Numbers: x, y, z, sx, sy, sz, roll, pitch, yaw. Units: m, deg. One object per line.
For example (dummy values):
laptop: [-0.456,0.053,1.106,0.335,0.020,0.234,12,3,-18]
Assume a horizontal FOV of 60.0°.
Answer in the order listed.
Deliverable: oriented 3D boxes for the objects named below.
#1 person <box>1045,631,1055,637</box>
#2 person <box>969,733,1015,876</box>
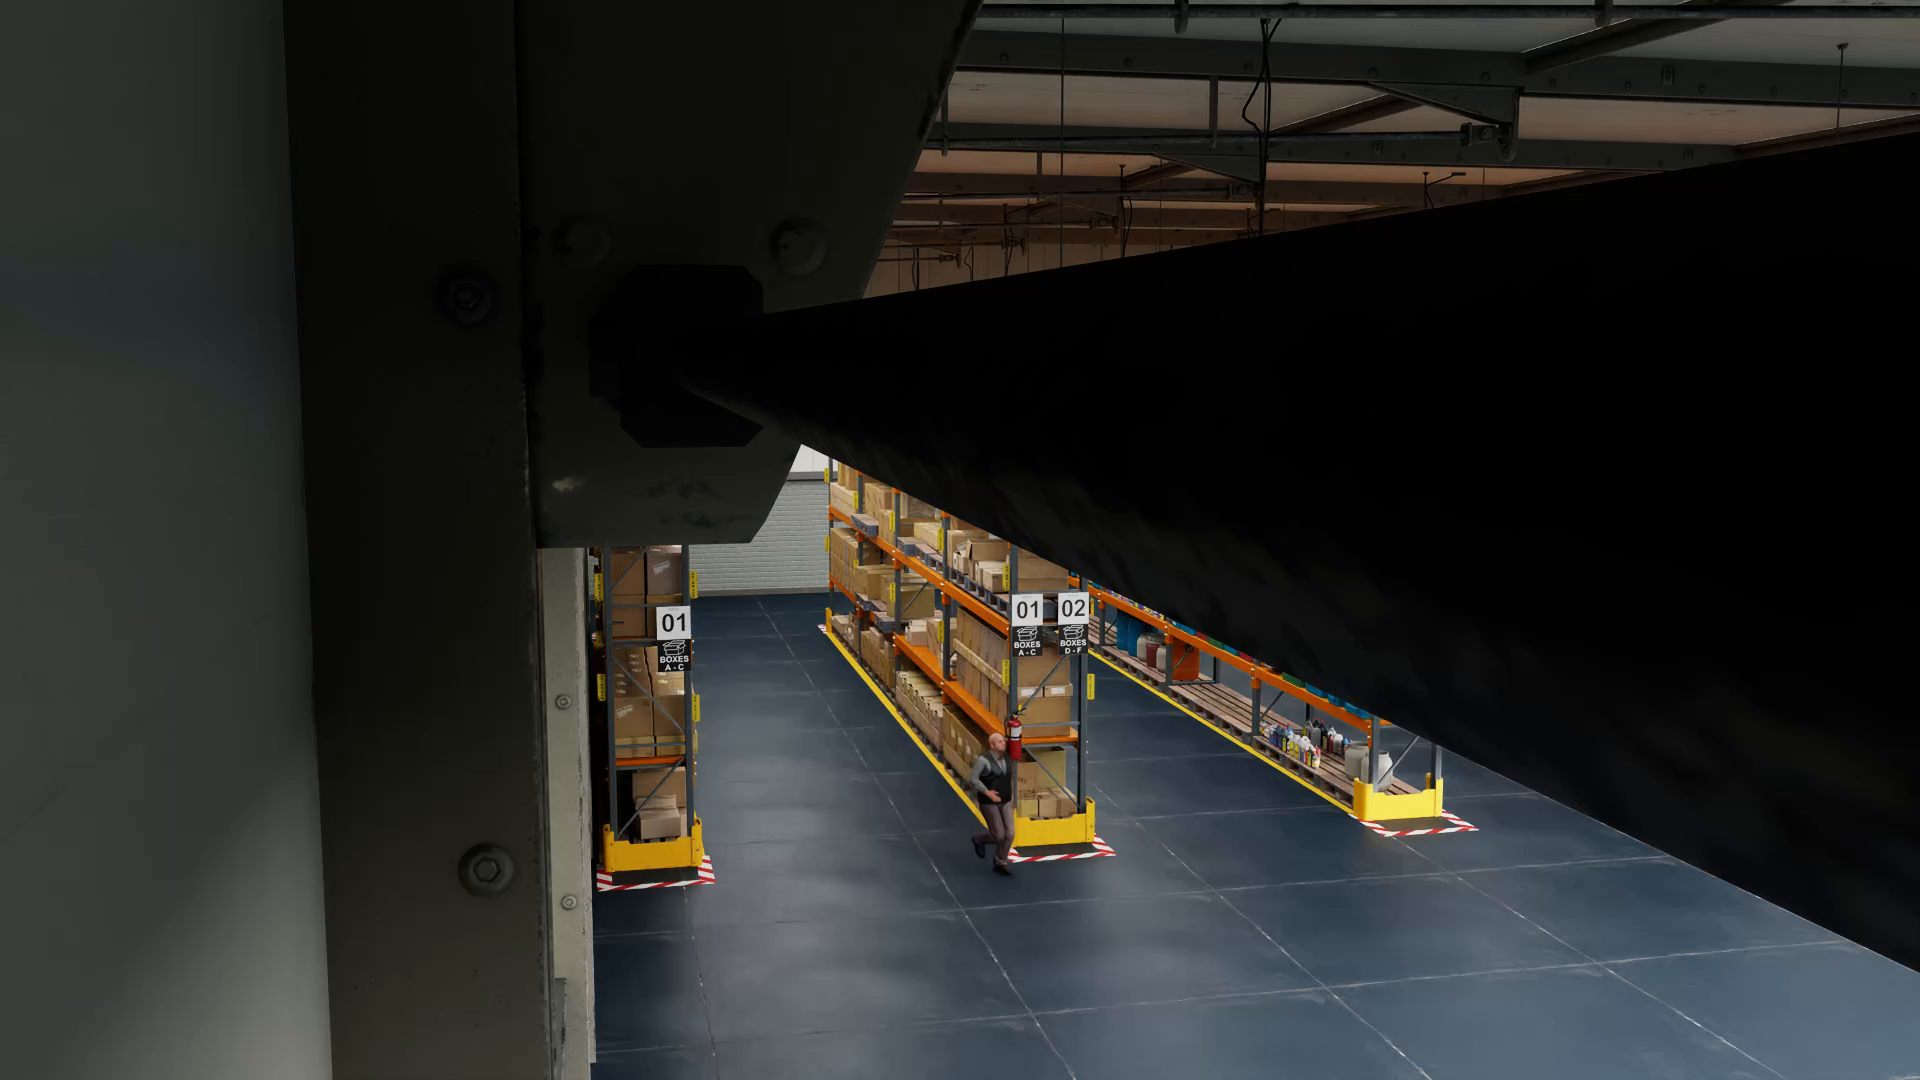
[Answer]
person: [1.615,1.737,31.701,0.539,1.745,0.775,-2,7,-18]
person: [0.404,3.144,19.955,0.695,1.696,0.640,-6,9,-40]
